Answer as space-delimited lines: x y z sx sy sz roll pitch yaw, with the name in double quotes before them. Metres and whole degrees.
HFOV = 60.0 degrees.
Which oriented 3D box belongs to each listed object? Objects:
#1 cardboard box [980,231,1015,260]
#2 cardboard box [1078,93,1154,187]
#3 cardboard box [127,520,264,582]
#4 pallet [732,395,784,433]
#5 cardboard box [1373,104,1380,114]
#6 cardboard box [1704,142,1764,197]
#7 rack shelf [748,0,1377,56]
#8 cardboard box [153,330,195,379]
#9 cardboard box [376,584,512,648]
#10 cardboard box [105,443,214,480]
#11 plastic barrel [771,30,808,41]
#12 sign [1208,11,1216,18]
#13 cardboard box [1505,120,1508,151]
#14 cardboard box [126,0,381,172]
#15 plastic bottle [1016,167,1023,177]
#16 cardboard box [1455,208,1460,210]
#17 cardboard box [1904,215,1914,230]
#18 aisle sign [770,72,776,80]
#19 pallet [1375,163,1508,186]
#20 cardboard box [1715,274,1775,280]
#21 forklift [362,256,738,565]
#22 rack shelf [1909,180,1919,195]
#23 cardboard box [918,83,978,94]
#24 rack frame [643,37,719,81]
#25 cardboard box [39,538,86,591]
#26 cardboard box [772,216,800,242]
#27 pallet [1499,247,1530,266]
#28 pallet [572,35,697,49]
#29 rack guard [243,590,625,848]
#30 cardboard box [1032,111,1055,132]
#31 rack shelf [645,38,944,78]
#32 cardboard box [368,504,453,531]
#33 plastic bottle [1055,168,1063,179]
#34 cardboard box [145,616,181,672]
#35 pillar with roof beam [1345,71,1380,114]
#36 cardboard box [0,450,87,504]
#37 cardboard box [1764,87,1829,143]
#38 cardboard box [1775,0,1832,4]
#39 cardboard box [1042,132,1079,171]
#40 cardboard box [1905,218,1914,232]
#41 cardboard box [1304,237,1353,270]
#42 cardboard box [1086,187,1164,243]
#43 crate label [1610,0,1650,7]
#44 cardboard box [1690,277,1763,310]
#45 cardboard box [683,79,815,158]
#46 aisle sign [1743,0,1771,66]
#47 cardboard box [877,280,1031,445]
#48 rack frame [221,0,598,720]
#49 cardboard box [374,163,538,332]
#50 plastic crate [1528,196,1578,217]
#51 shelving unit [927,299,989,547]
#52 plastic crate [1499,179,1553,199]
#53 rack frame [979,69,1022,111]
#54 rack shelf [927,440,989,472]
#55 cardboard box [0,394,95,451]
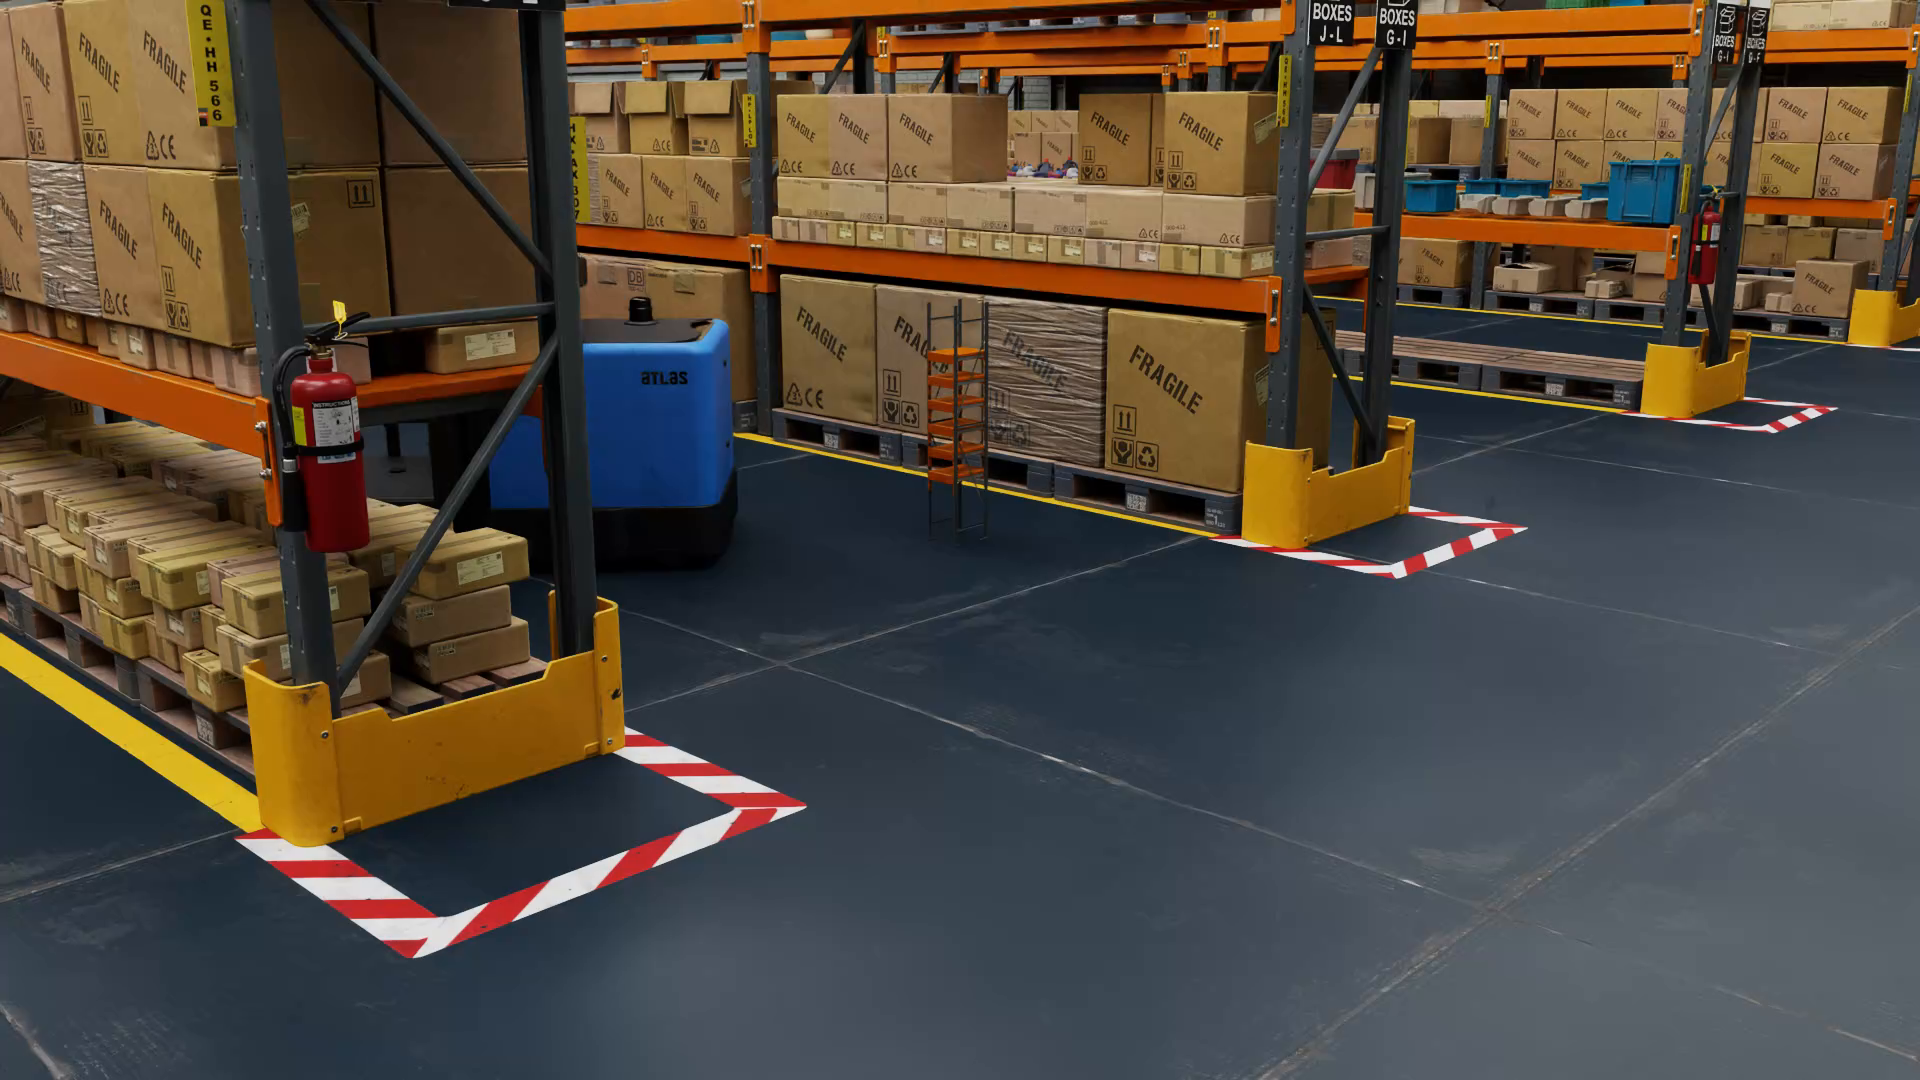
"cardboard box" 0.332 -1.686 9.453 0.380 0.149 0.250 -14 20 -43
"cardboard box" 1.022 -2.282 9.462 0.500 0.500 0.500 13 19 41
"cardboard box" -2.714 0.053 5.921 0.250 0.149 0.380 13 19 40
"pallet" -1.570 -1.010 11.889 1.213 0.211 1.003 14 20 42
"cardboard box" 6.203 -6.265 24.171 0.250 0.149 0.380 11 18 35
"cardboard box" 7.553 -3.591 16.067 0.500 0.500 0.500 14 20 43
"rack shelf" 0.477 -2.991 9.441 4.000 0.370 1.077 14 20 42
"cardboard box" -2.374 -0.631 5.403 0.250 0.149 0.380 13 20 42
"cardboard box" -1.798 0.239 5.797 0.380 0.149 0.250 -14 20 -42
"cardboard box" -3.513 -0.312 7.323 0.380 0.149 0.250 -14 20 -42
"plastic barrel" -1.825 -5.953 18.385 0.708 0.901 0.600 14 20 42
"sign" 2.092 -4.493 13.761 0.005 0.325 0.100 14 20 42
"cardboard box" 7.371 -5.525 22.861 0.500 0.500 0.500 14 20 42
"cardboard box" -2.101 -1.366 4.956 0.500 0.500 0.500 13 20 41
"plastic bottle" 0.579 -3.413 15.836 0.097 0.271 0.097 0 15 0
"cardboard box" 6.910 -4.646 23.743 0.750 0.750 0.750 13 20 41
"cardboard box" 11.342 -3.794 19.881 0.250 0.149 0.380 14 20 43
"aisle sign" -2.982 -7.349 25.533 0.004 0.787 0.394 14 20 42
"pallet" 5.416 -4.102 18.607 1.213 0.211 1.003 14 20 42
"cardboard box" 7.881 -2.539 16.809 0.500 0.250 0.500 14 20 42
"forklift" -2.664 -1.387 7.940 3.031 2.935 1.130 -1 15 -3
"rack shelf" 10.791 -4.237 20.171 4.000 0.370 1.077 14 20 42
"cardboard box" -0.167 -6.188 23.461 0.500 0.500 0.700 14 20 42
"rack frame" -3.284 -4.537 19.895 0.127 3.000 1.000 14 20 42
"cardboard box" -3.323 0.066 6.460 0.250 0.149 0.380 14 20 43
"cardboard box" -0.981 -2.004 10.673 0.250 0.149 0.380 14 20 42
"pallet" 7.861 -3.921 23.060 1.213 0.211 1.003 14 20 42
"pallet" -3.871 -6.006 19.958 1.003 0.211 1.213 14 20 42
"rack guard" -1.653 0.541 5.364 0.348 0.500 1.175 14 20 42
"cardboard box" 1.565 -7.017 28.185 0.500 0.500 0.500 13 19 40
"rack shelf" -1.844 -5.290 18.265 4.000 0.370 1.077 14 20 42
"cardboard box" -2.114 -0.014 6.178 0.250 0.149 0.380 14 20 42
"plastic bottle" 0.921 -3.351 15.599 0.097 0.271 0.097 0 15 0
"cardboard box" -2.695 0.338 6.009 0.250 0.149 0.380 14 20 43
"pillar with roof beam" 3.149 -8.141 21.831 0.400 9.000 9.100 14 20 42
"cardboard box" -4.001 -0.275 7.178 0.250 0.149 0.380 13 20 41
"cardboard box" 7.920 -3.984 15.591 0.500 0.500 0.500 -14 20 -43
"cardboard box" 7.888 -5.087 15.364 0.500 0.250 0.500 14 20 42
"cardboard box" 1.438 -5.167 22.113 0.500 0.500 0.500 14 20 42
"cardboard box" 11.254 -3.681 19.448 0.380 0.149 0.250 -14 20 -43
"cardboard box" 1.890 -1.538 8.885 0.250 0.149 0.380 14 20 43
"cardboard box" 1.019 -1.735 8.848 0.500 0.250 0.500 13 20 41
"crate label" 4.915 -4.037 12.321 0.502 0.251 0.408 14 20 42
"cardboard box" 7.570 -2.440 16.427 0.500 0.250 0.500 14 20 42
"cardboard box" -1.428 -2.882 11.356 0.637 0.503 0.797 13 19 41
"aisle sign" 5.613 -3.736 11.666 0.004 0.787 0.394 14 20 42
"cardboard box" 0.105 -1.125 10.183 0.875 0.875 0.875 14 20 42
"rack frame" -1.599 -0.655 4.998 0.127 3.000 1.000 14 20 42
"cardboard box" -1.730 -0.976 5.442 0.500 0.500 0.500 -13 20 -42
"plastic crate" 4.443 -2.501 12.487 0.243 0.136 0.396 14 20 42
"shelving unit" -0.010 -0.583 8.291 0.189 1.200 0.258 14 20 42
"plastic crate" 4.458 -2.718 13.128 0.300 0.233 0.416 14 20 42
"rack frame" 0.713 -7.035 29.484 0.127 3.000 1.000 14 20 42
"rack shelf" -0.010 -0.424 8.332 0.180 0.103 0.258 14 20 42
"cardboard box" -4.826 -0.526 8.628 0.500 0.500 0.500 -14 20 -42
